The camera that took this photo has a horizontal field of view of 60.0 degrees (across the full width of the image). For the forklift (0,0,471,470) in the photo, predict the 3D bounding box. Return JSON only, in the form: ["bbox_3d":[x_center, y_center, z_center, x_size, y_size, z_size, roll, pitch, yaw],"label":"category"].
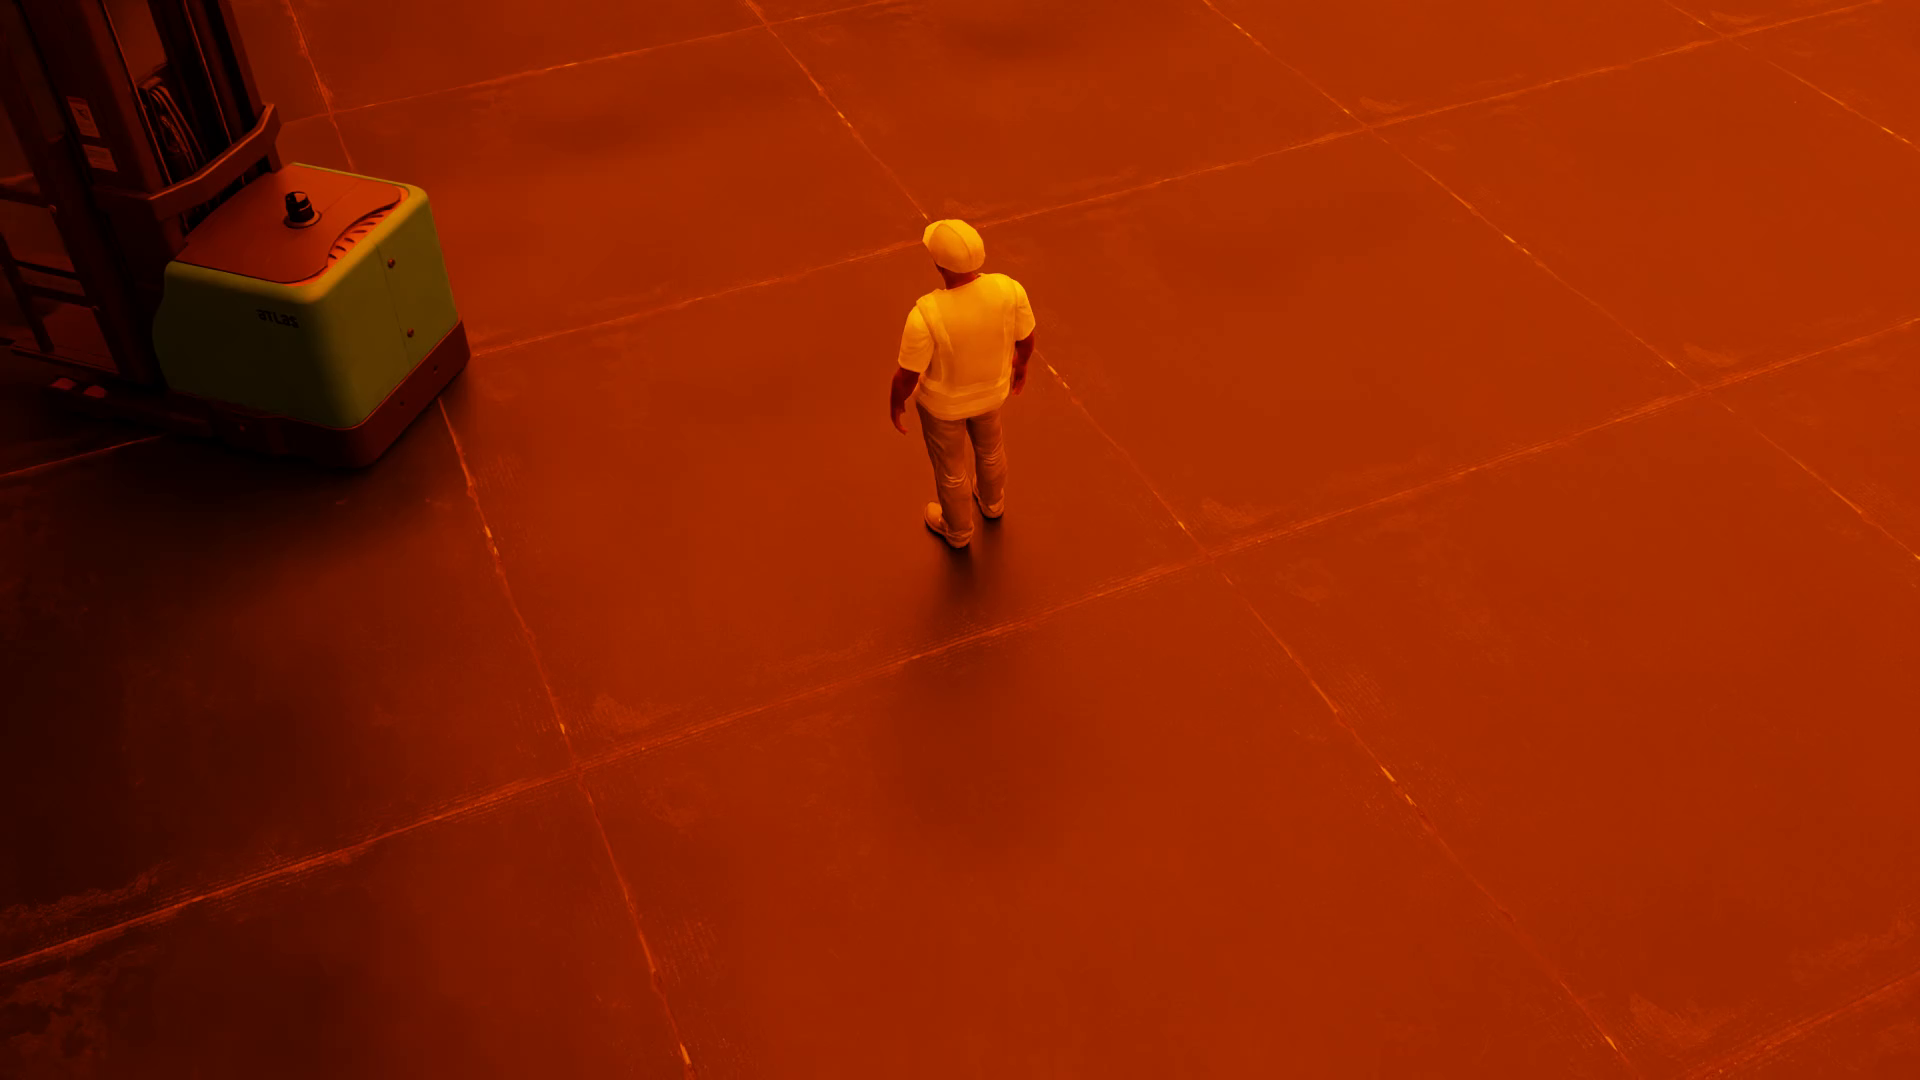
[{"bbox_3d":[-4.151,-2.020,7.844,3.031,2.935,1.130,13,45,14],"label":"forklift"}]

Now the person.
[{"bbox_3d":[-0.024,-0.696,7.269,0.665,1.768,0.575,-18,46,-18],"label":"person"}]
